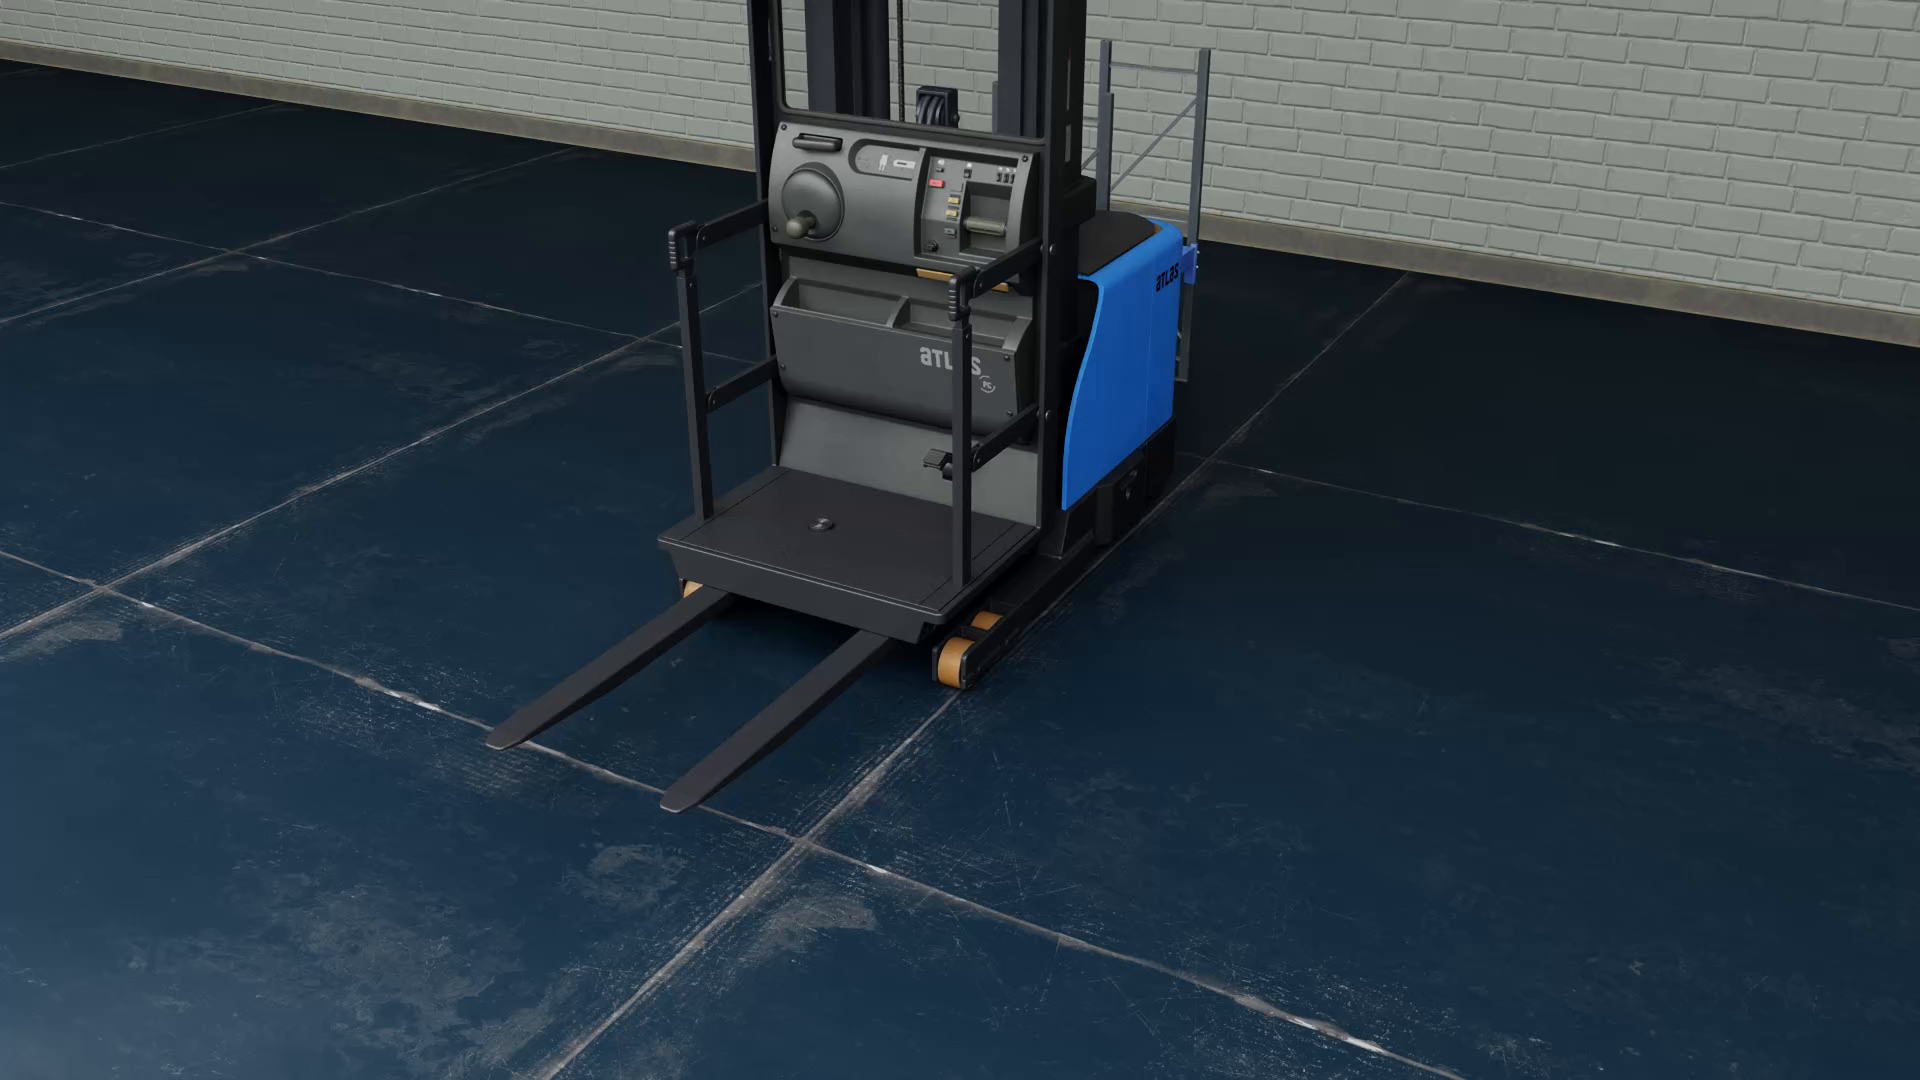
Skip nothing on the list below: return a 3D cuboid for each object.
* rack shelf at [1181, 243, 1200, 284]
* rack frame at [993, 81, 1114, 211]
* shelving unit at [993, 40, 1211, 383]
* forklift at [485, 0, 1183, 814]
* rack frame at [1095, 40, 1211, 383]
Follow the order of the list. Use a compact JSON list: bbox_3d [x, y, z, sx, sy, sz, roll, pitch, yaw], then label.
[{"bbox_3d":[0.597,-1.097,7.169,0.538,0.185,1.000,14,30,25],"label":"rack shelf"},{"bbox_3d":[0.355,-1.058,6.689,0.500,1.500,0.032,14,30,25],"label":"rack frame"},{"bbox_3d":[0.597,-1.258,7.088,0.538,1.500,1.048,14,30,25],"label":"shelving unit"},{"bbox_3d":[-0.301,-1.066,5.105,1.130,2.935,3.031,14,30,26],"label":"forklift"},{"bbox_3d":[0.839,-1.458,7.488,0.500,1.500,0.032,14,30,25],"label":"rack frame"}]
